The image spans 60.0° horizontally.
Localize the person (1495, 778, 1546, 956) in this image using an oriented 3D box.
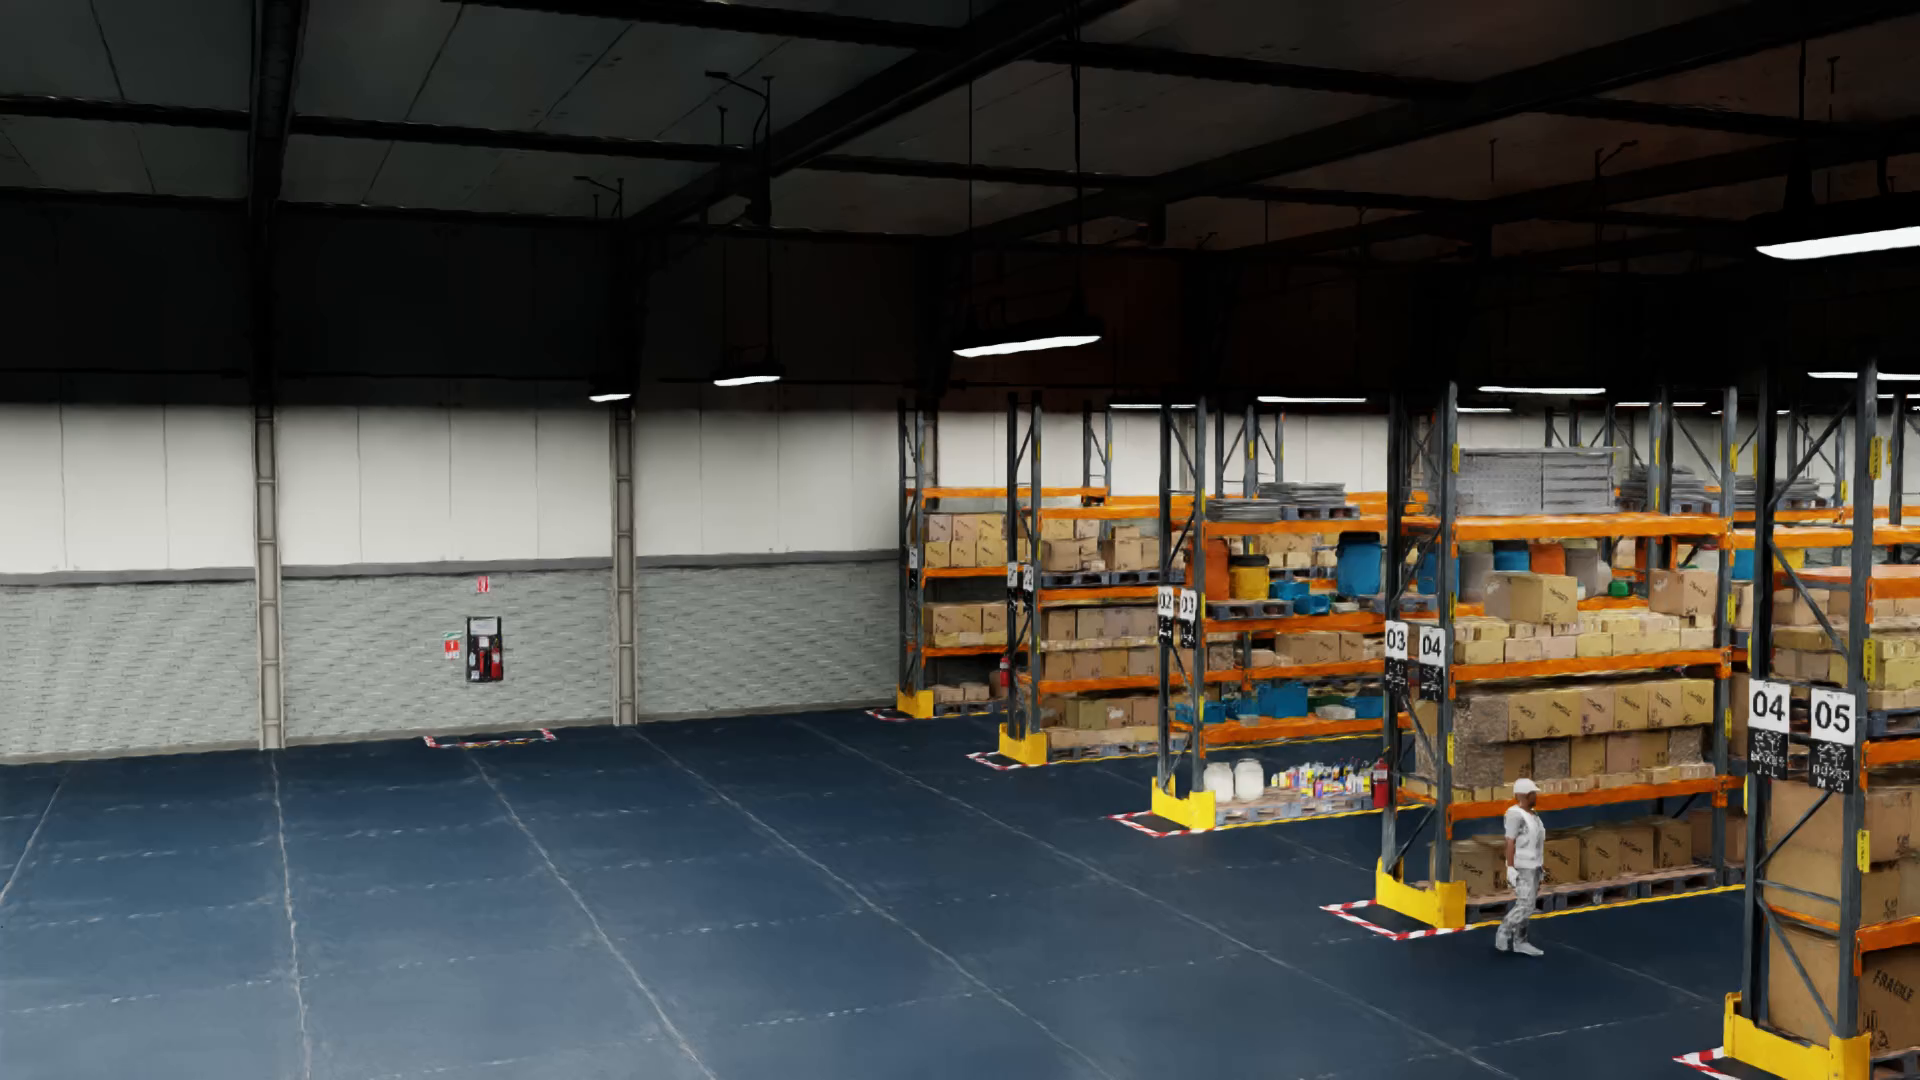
[{"bbox_3d":[5.654,3.289,16.751,0.446,1.780,0.605,3,4,39],"label":"person"}]
